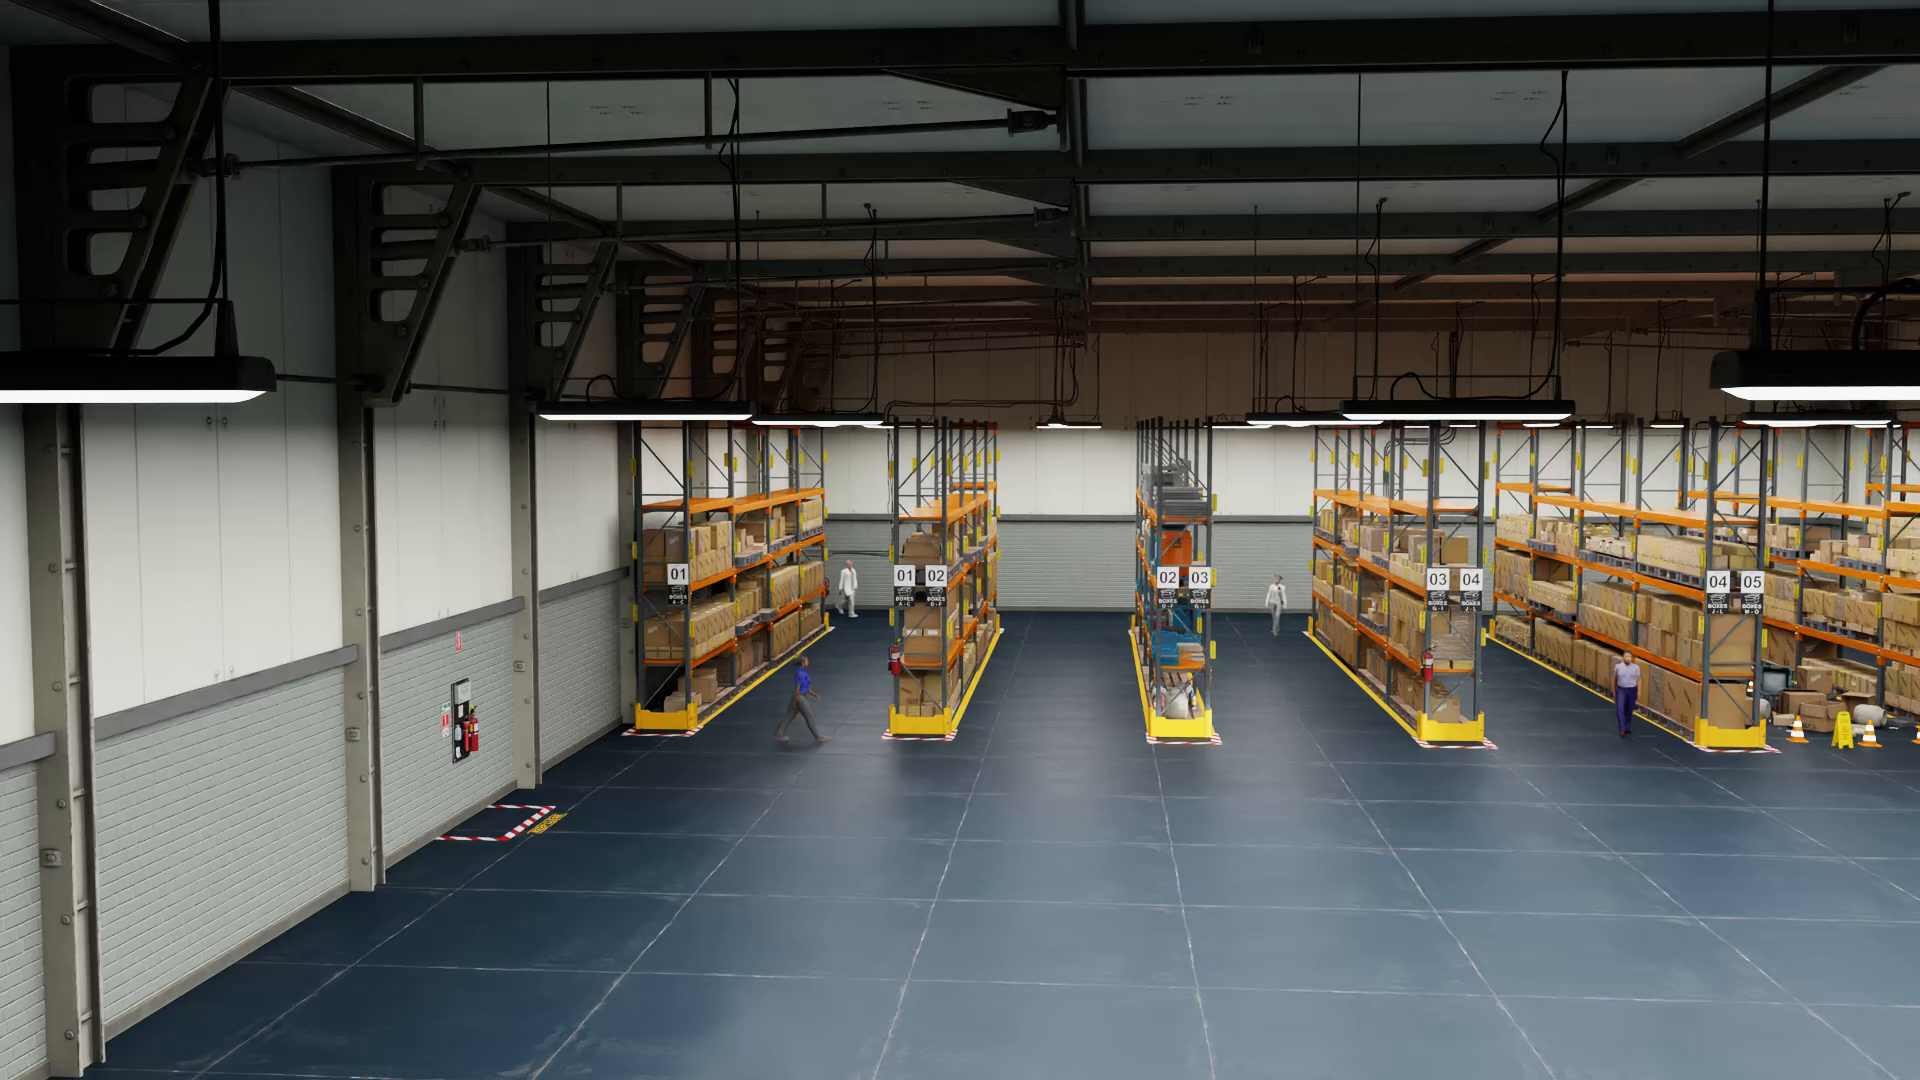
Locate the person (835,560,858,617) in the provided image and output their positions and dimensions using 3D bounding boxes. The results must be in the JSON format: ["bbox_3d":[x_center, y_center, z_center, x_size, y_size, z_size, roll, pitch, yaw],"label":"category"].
[{"bbox_3d":[-3.492,1.501,51.307,0.975,1.723,0.585,3,5,34],"label":"person"}]

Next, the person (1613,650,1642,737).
[{"bbox_3d":[12.521,2.869,31.157,0.491,1.596,0.974,1,4,12],"label":"person"}]

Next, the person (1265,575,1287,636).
[{"bbox_3d":[8.922,1.830,47.006,0.575,1.706,0.751,2,4,28],"label":"person"}]

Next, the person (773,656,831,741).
[{"bbox_3d":[-2.896,2.909,30.543,1.059,1.574,0.512,0,4,-2],"label":"person"}]
